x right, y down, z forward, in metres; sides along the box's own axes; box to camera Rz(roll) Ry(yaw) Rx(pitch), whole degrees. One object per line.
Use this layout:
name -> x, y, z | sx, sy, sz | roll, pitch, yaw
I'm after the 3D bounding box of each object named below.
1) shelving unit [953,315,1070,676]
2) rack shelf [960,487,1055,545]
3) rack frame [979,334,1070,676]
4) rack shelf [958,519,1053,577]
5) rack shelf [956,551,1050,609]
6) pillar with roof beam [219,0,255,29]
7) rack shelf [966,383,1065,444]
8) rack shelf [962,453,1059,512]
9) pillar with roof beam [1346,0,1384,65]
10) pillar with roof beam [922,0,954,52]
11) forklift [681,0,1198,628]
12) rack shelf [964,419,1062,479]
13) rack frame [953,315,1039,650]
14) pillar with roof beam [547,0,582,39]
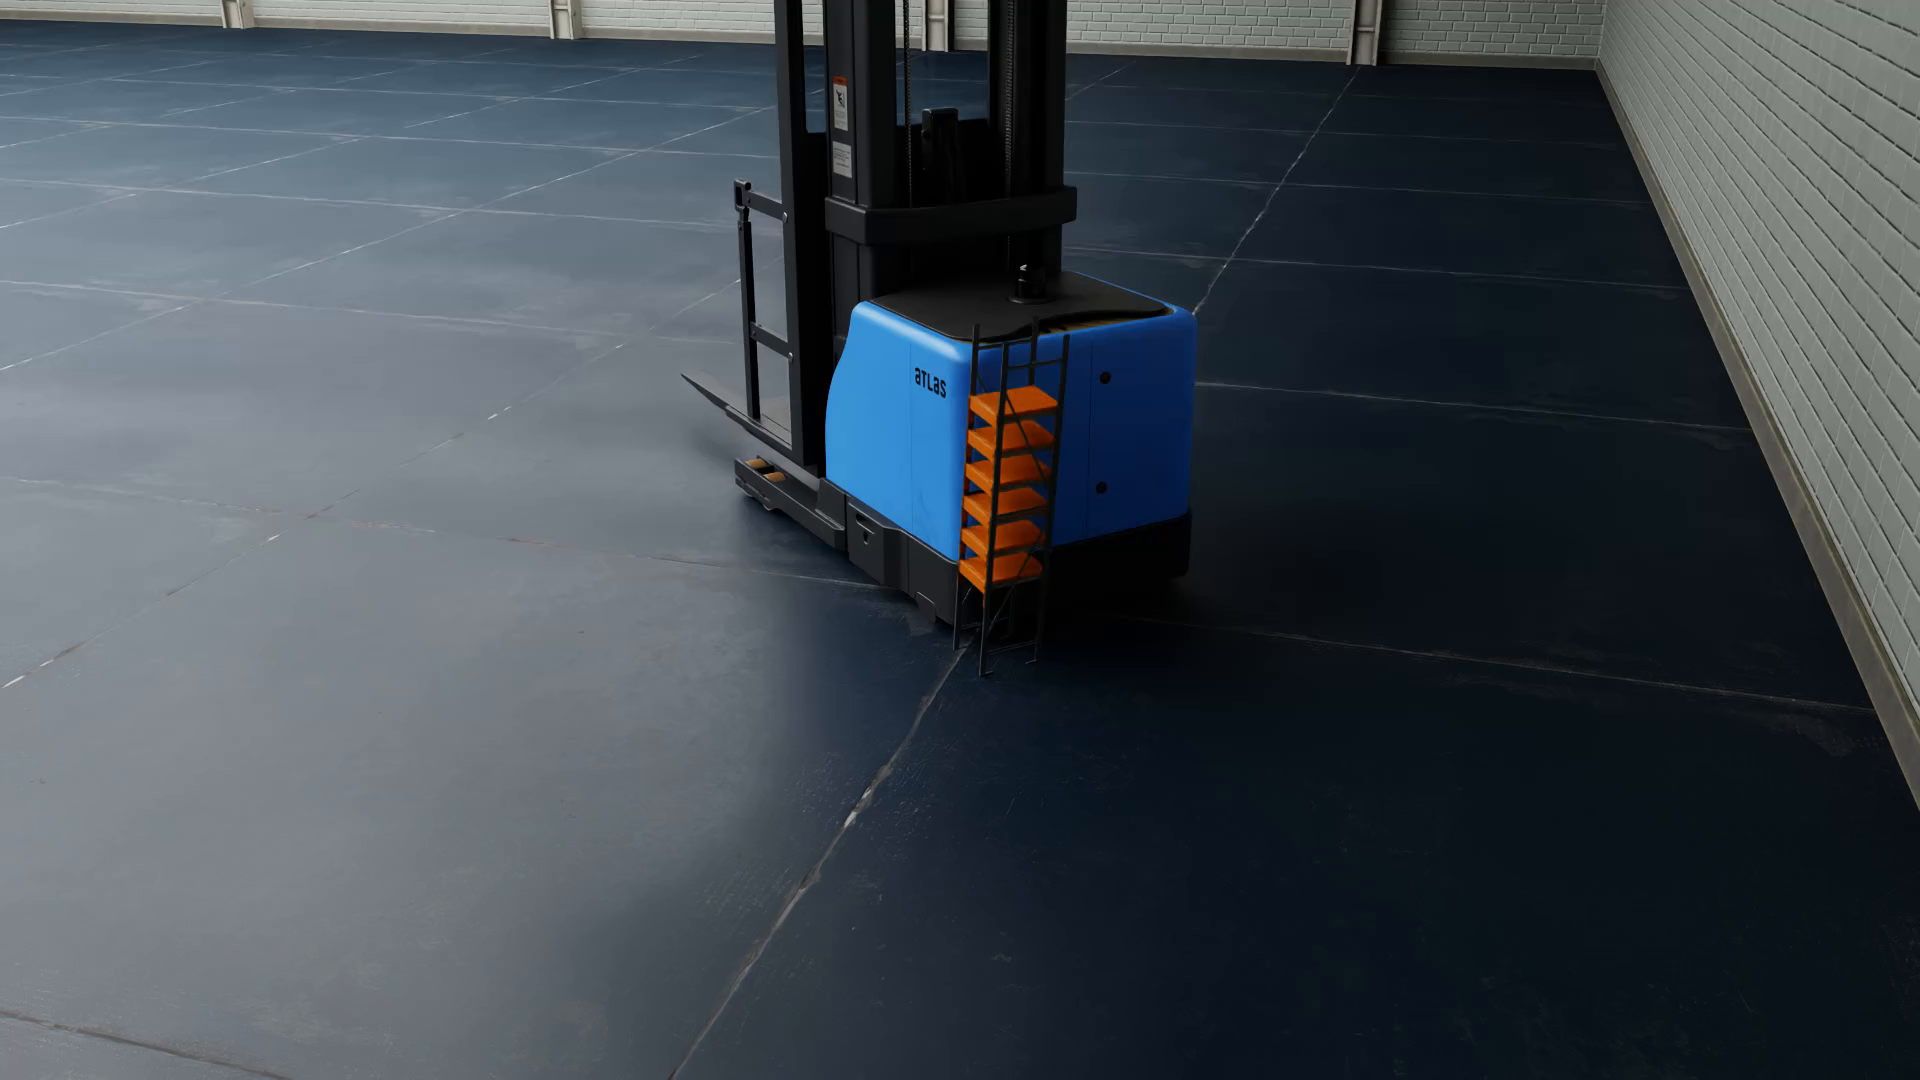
shelving unit -> 0.160, -0.129, 5.486 | 0.258, 1.200, 0.189 | -12, 32, -27
rack shelf -> 0.157, -0.090, 5.506 | 0.258, 0.103, 0.180 | -12, 32, -27
rack frame -> 0.204, -0.090, 5.416 | 0.240, 1.200, 0.006 | -12, 32, -27
rack shelf -> 0.151, 0.016, 5.562 | 0.258, 0.103, 0.180 | -12, 32, -27
rack shelf -> 0.144, 0.122, 5.619 | 0.258, 0.103, 0.180 | -12, 32, -27
pillar with roof beam -> -13.047, -10.999, 21.727 | 0.400, 9.000, 9.100 | 7, 23, 16
rack shelf -> 0.177, -0.408, 5.338 | 0.258, 0.103, 0.180 | -12, 32, -27
rack shelf -> 0.164, -0.196, 5.450 | 0.258, 0.103, 0.180 | -12, 32, -27
pillar with roof beam -> 4.186, -9.026, 16.916 | 0.400, 9.000, 9.100 | 7, 23, 16
pillar with roof beam -> -1.559, -9.683, 18.520 | 0.400, 9.000, 9.100 | 7, 23, 16
forklift -> -0.319, -1.559, 6.708 | 1.130, 2.935, 3.031 | -13, 26, -28
rack shelf -> 0.171, -0.302, 5.394 | 0.258, 0.103, 0.180 | -12, 32, -27
rack frame -> 0.115, -0.169, 5.555 | 0.240, 1.200, 0.006 | -12, 32, -27
pillar with roof beam -> -7.303, -10.341, 20.123 | 0.400, 9.000, 9.100 | 7, 23, 16
